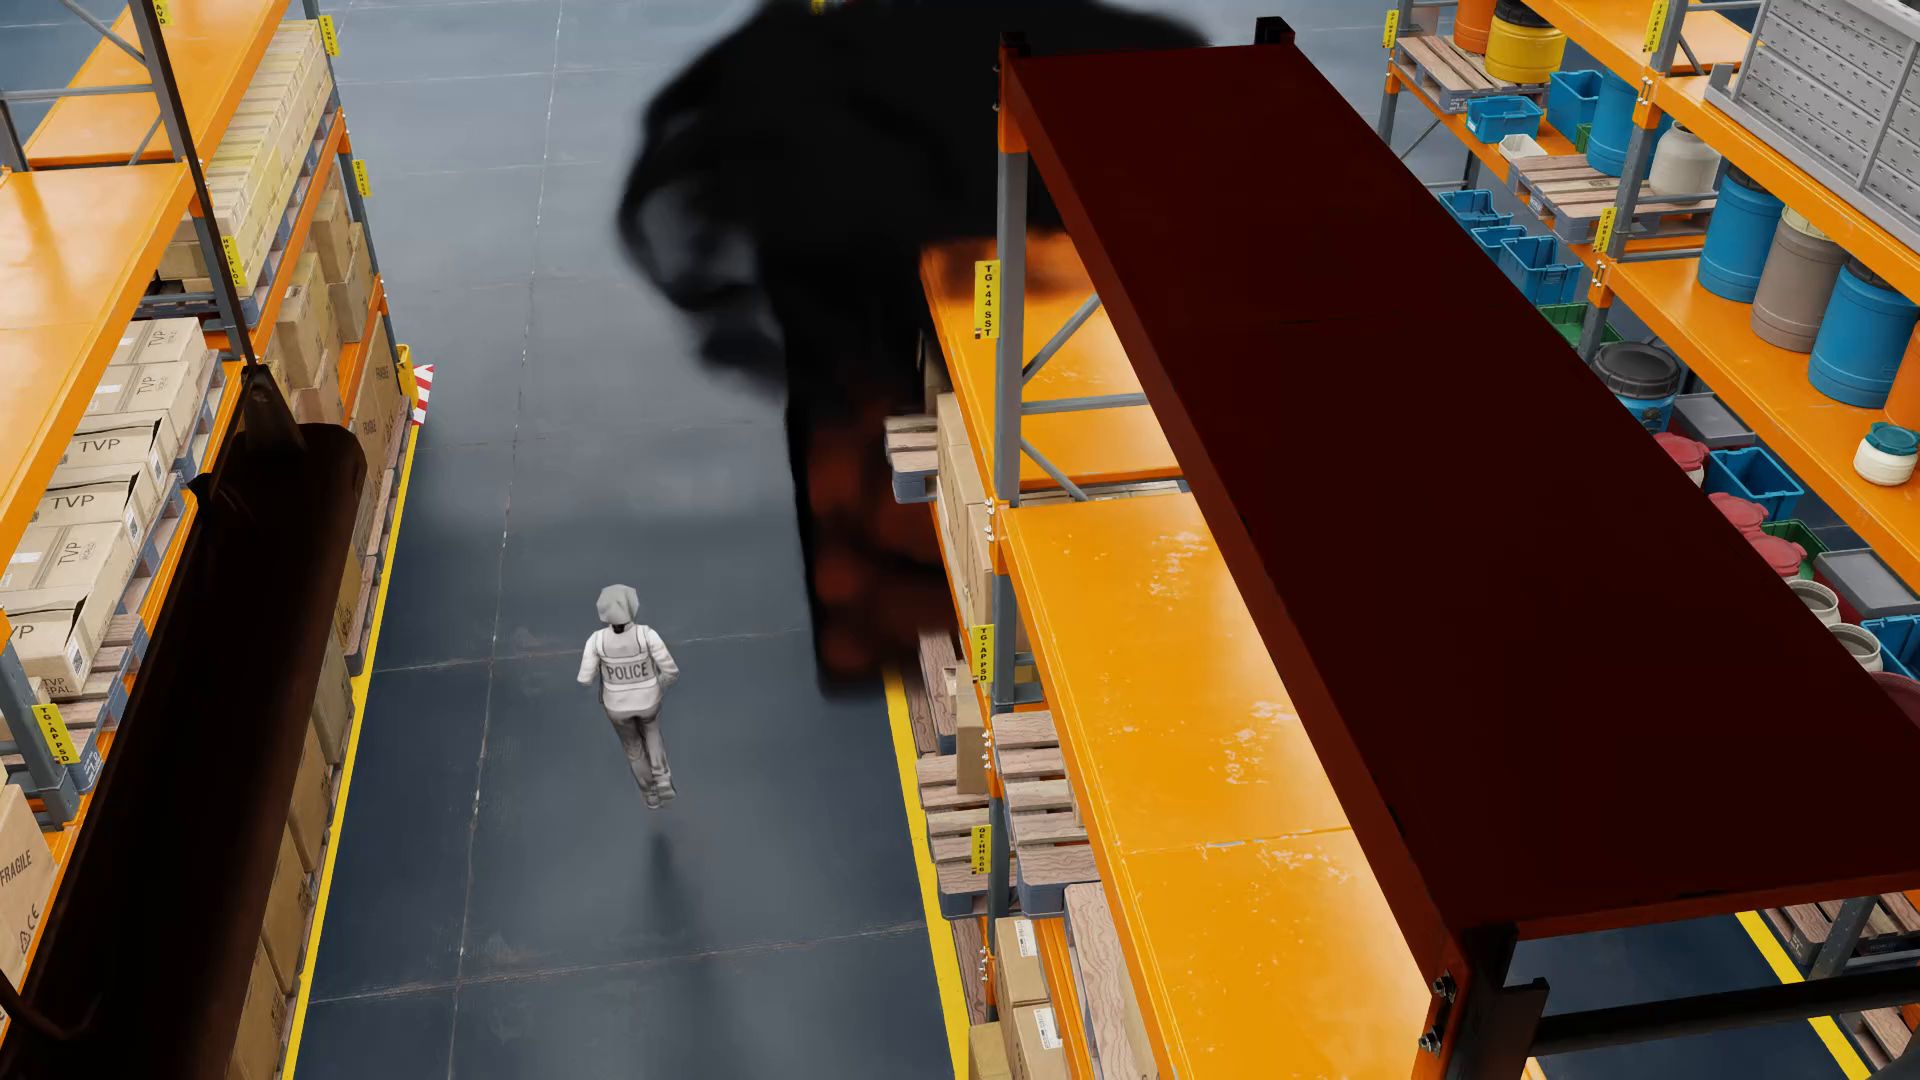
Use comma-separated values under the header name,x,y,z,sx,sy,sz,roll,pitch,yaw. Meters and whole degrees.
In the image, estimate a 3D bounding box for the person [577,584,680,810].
name,x,y,z,sx,sy,sz,roll,pitch,yaw
person,-2.005,0.946,10.277,0.549,1.678,0.527,-9,37,-12
